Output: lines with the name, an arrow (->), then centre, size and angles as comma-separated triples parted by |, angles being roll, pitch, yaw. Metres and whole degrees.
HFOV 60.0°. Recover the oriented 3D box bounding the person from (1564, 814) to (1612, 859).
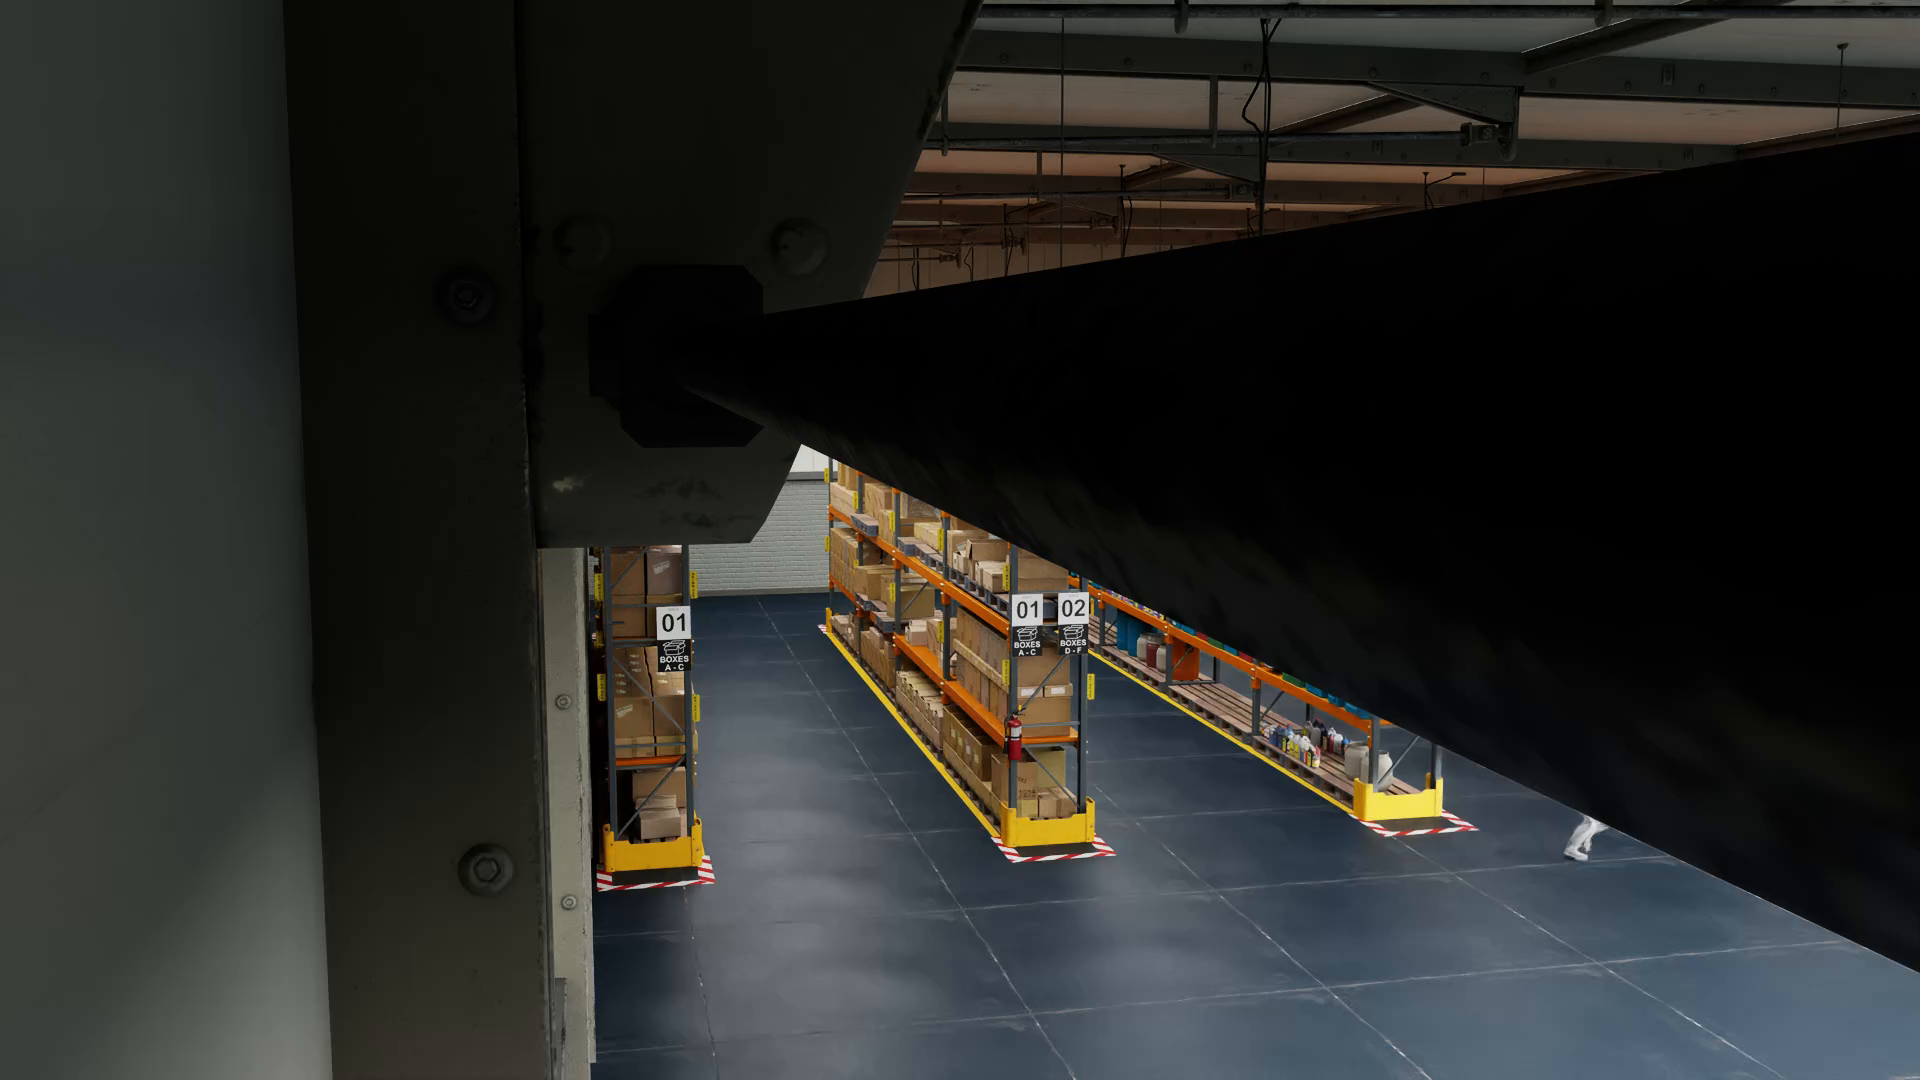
person -> 7.813, 3.097, 20.347 | 0.714, 1.654, 0.643 | 4, 8, 31
